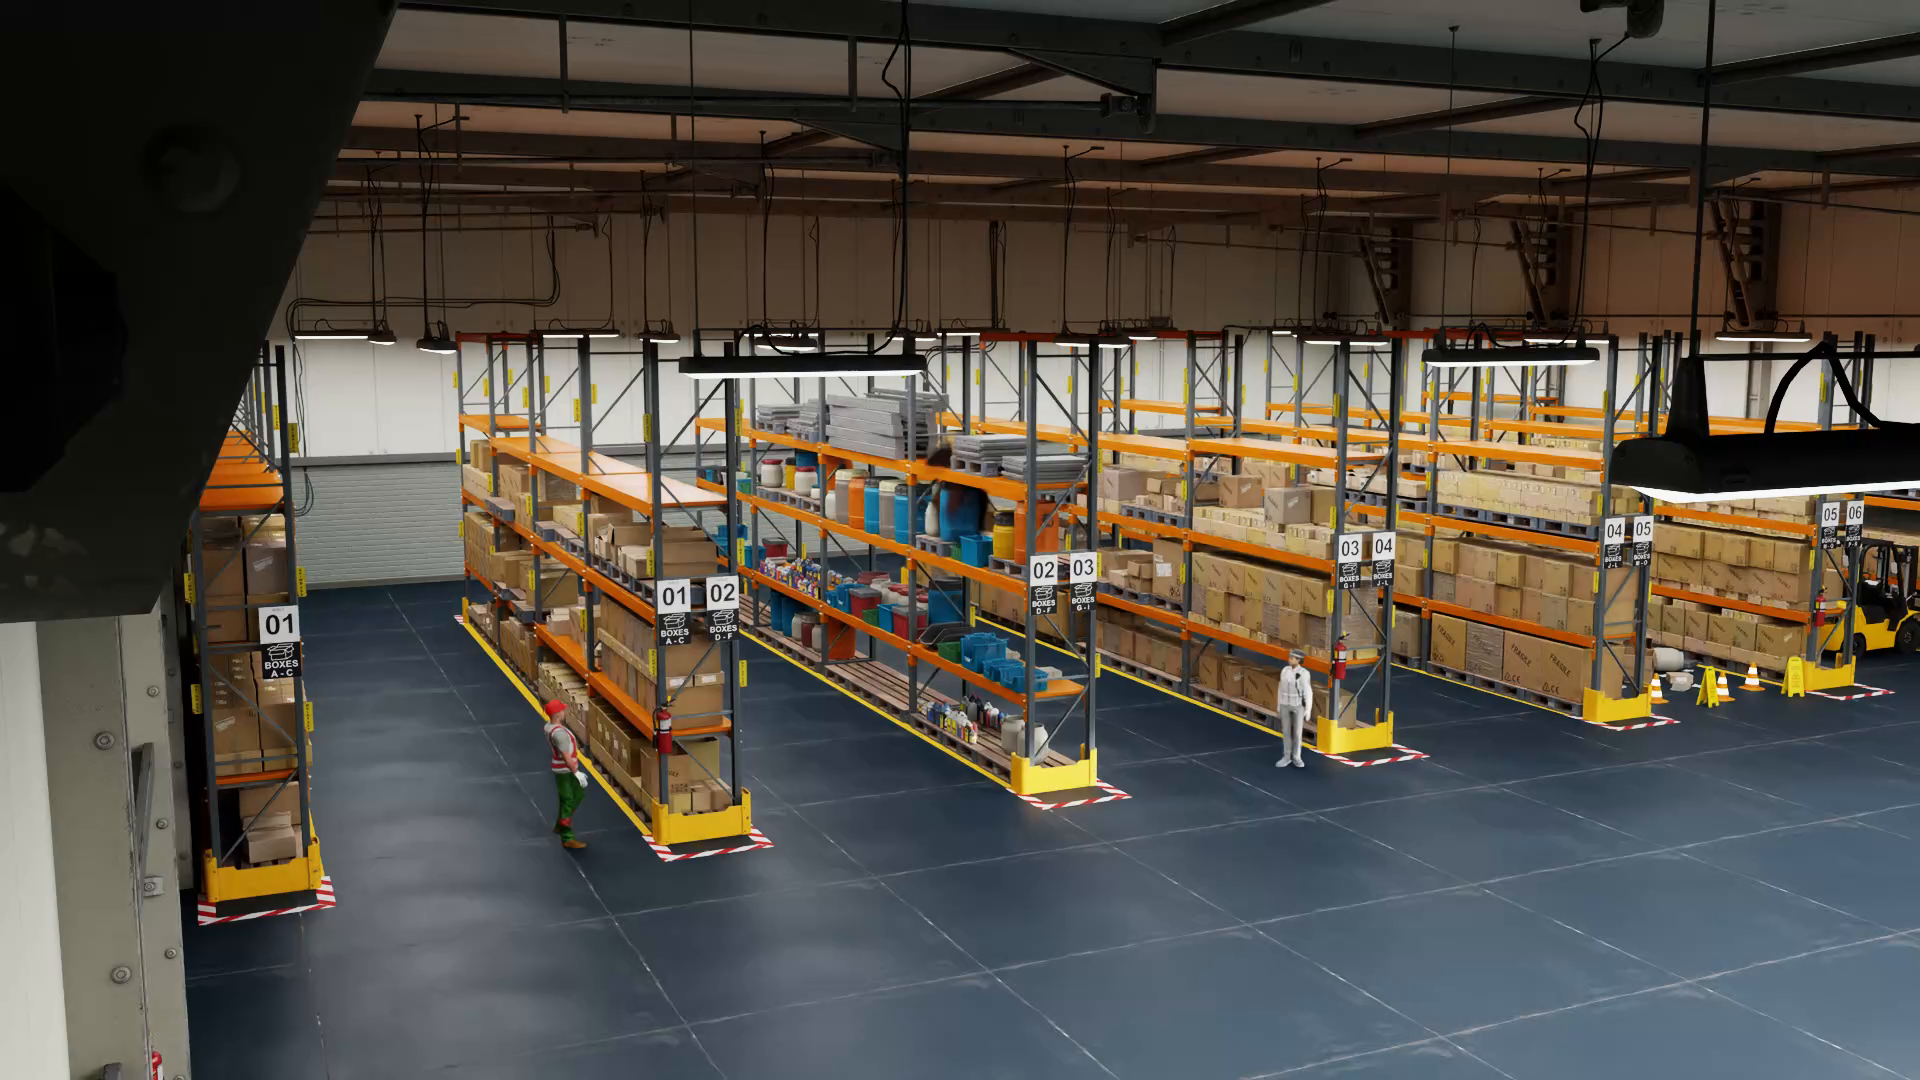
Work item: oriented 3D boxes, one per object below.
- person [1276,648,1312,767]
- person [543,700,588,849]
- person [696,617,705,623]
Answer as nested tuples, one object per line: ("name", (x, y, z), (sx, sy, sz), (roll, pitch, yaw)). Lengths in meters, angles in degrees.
("person", (4.697, 2.352, 23.392), (0.570, 1.708, 0.370), (5, 9, 33))
("person", (-4.706, 2.771, 19.919), (0.552, 1.792, 0.649), (-1, 8, -5))
("person", (-4.752, 1.591, 28.952), (0.692, 1.724, 1.080), (-4, 9, -29))
